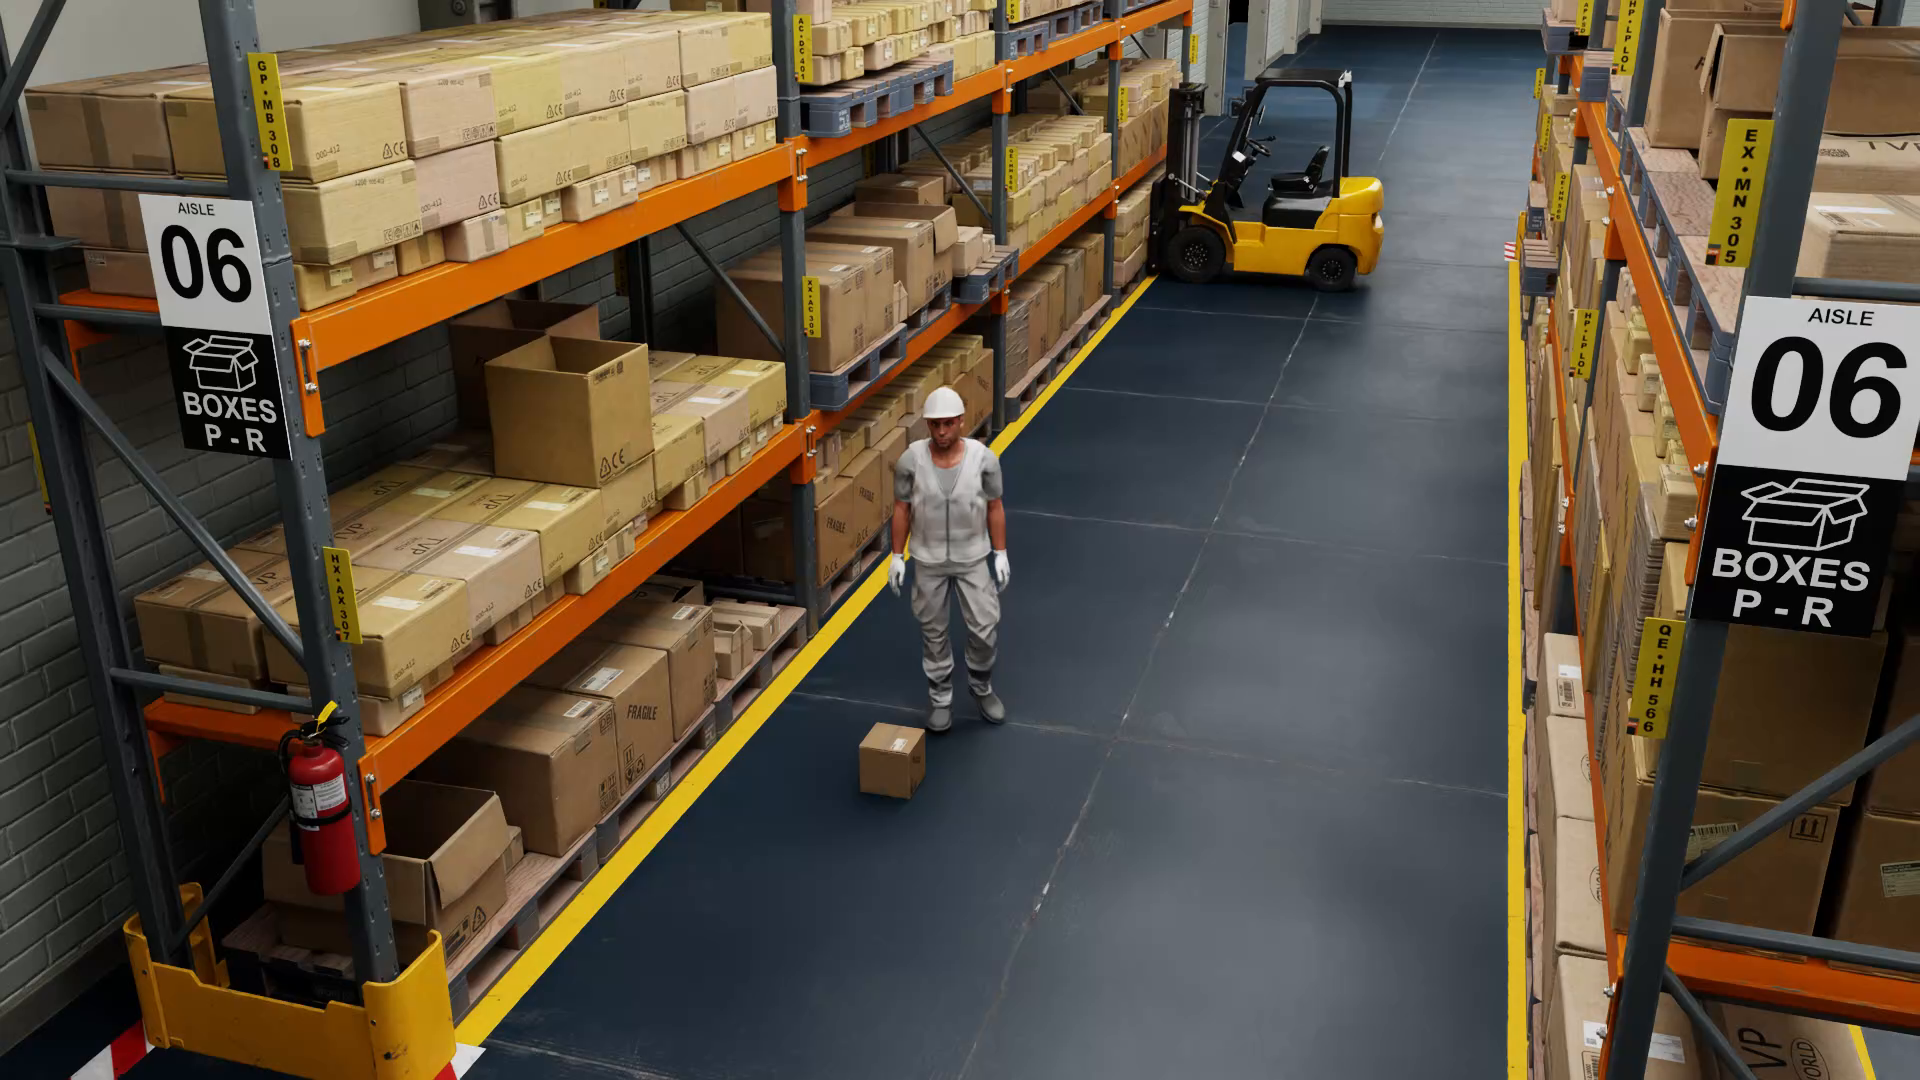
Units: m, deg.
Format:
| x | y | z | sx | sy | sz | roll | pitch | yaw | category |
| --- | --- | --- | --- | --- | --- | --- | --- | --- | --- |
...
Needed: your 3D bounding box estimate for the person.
| x | y | z | sx | sy | sz | roll | pitch | yaw | category |
| --- | --- | --- | --- | --- | --- | --- | --- | --- | --- |
| -0.054 | 0.099 | 8.279 | 0.608 | 1.801 | 0.397 | 0 | 22 | 1 | person |
